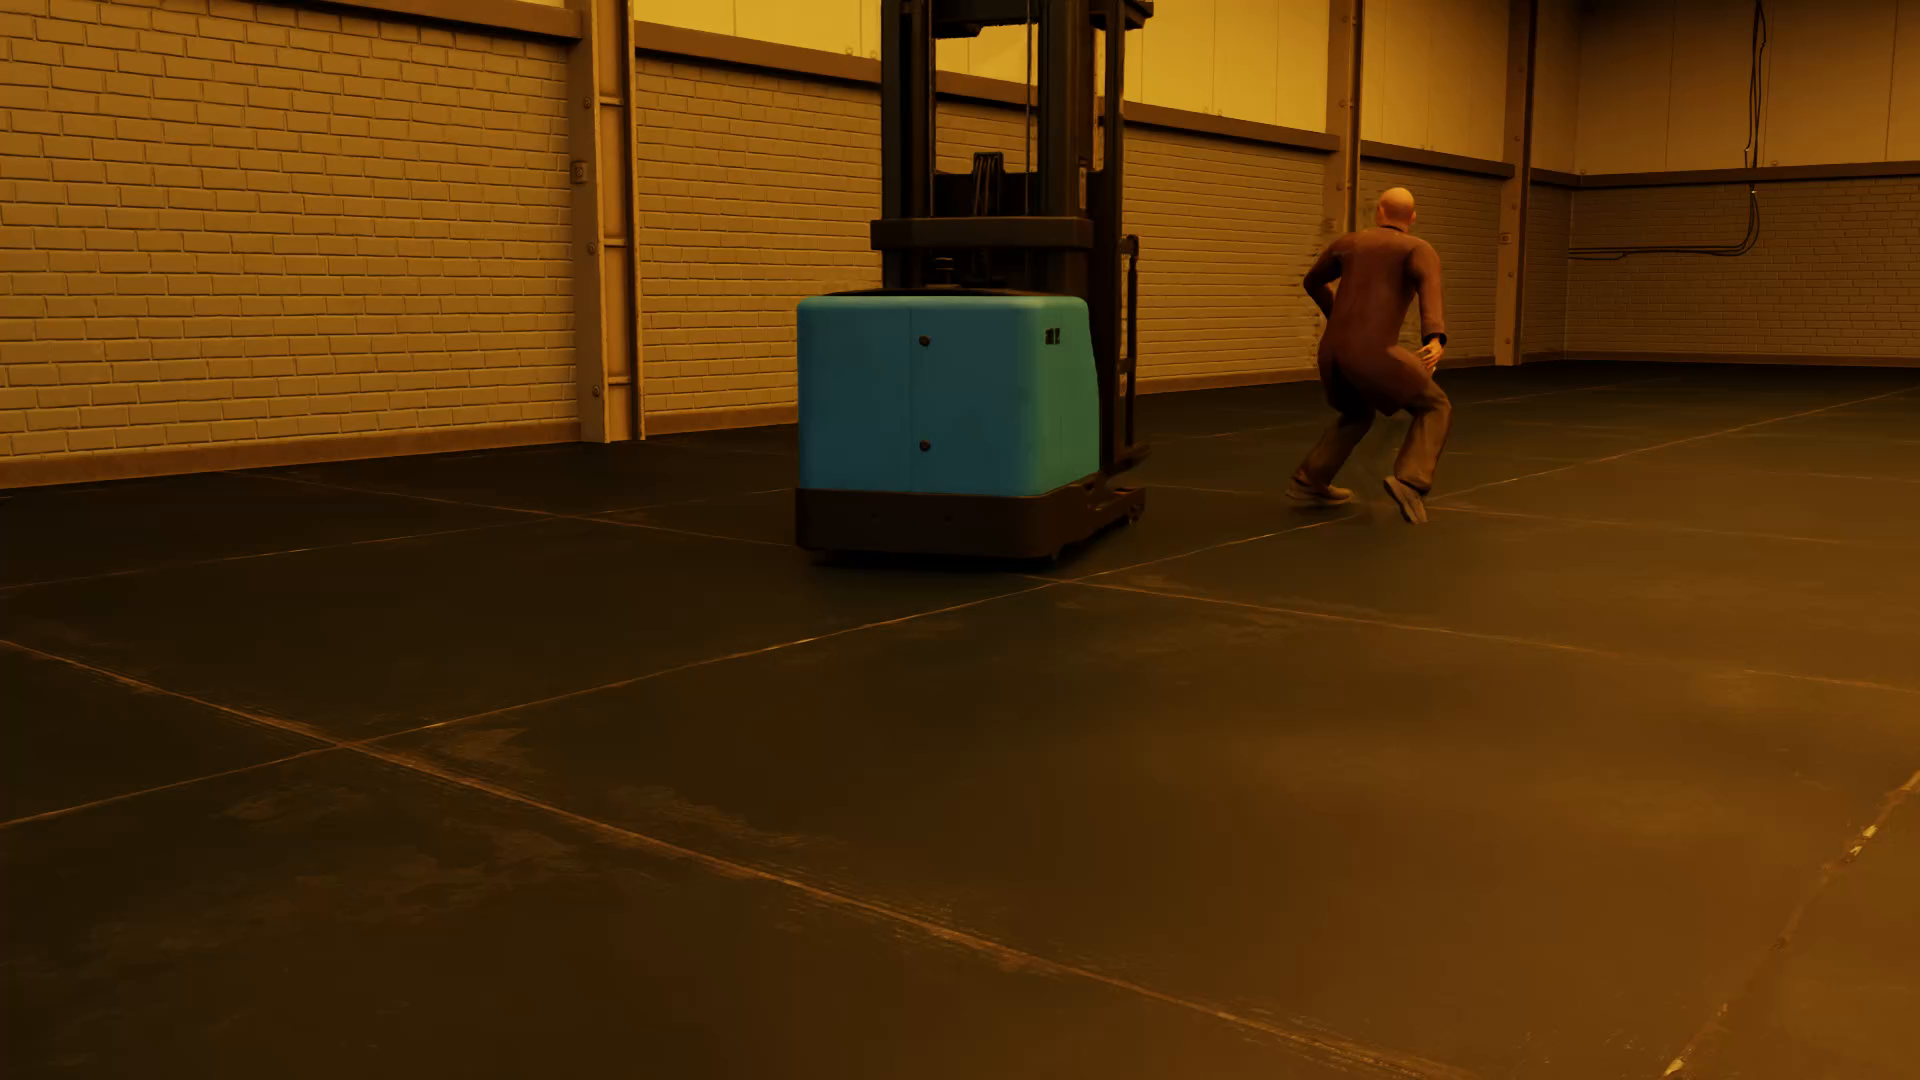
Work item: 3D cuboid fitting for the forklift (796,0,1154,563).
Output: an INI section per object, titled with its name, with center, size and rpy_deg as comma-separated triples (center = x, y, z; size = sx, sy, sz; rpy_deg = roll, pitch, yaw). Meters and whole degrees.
[forklift]
center = 0.273, -1.535, 7.771
size = 1.130, 2.935, 3.031
rpy_deg = 3, 9, 18

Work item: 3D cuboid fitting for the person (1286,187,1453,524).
[person]
center = 2.082, -0.874, 8.176
size = 0.571, 1.701, 1.078
rpy_deg = -5, 10, -30
